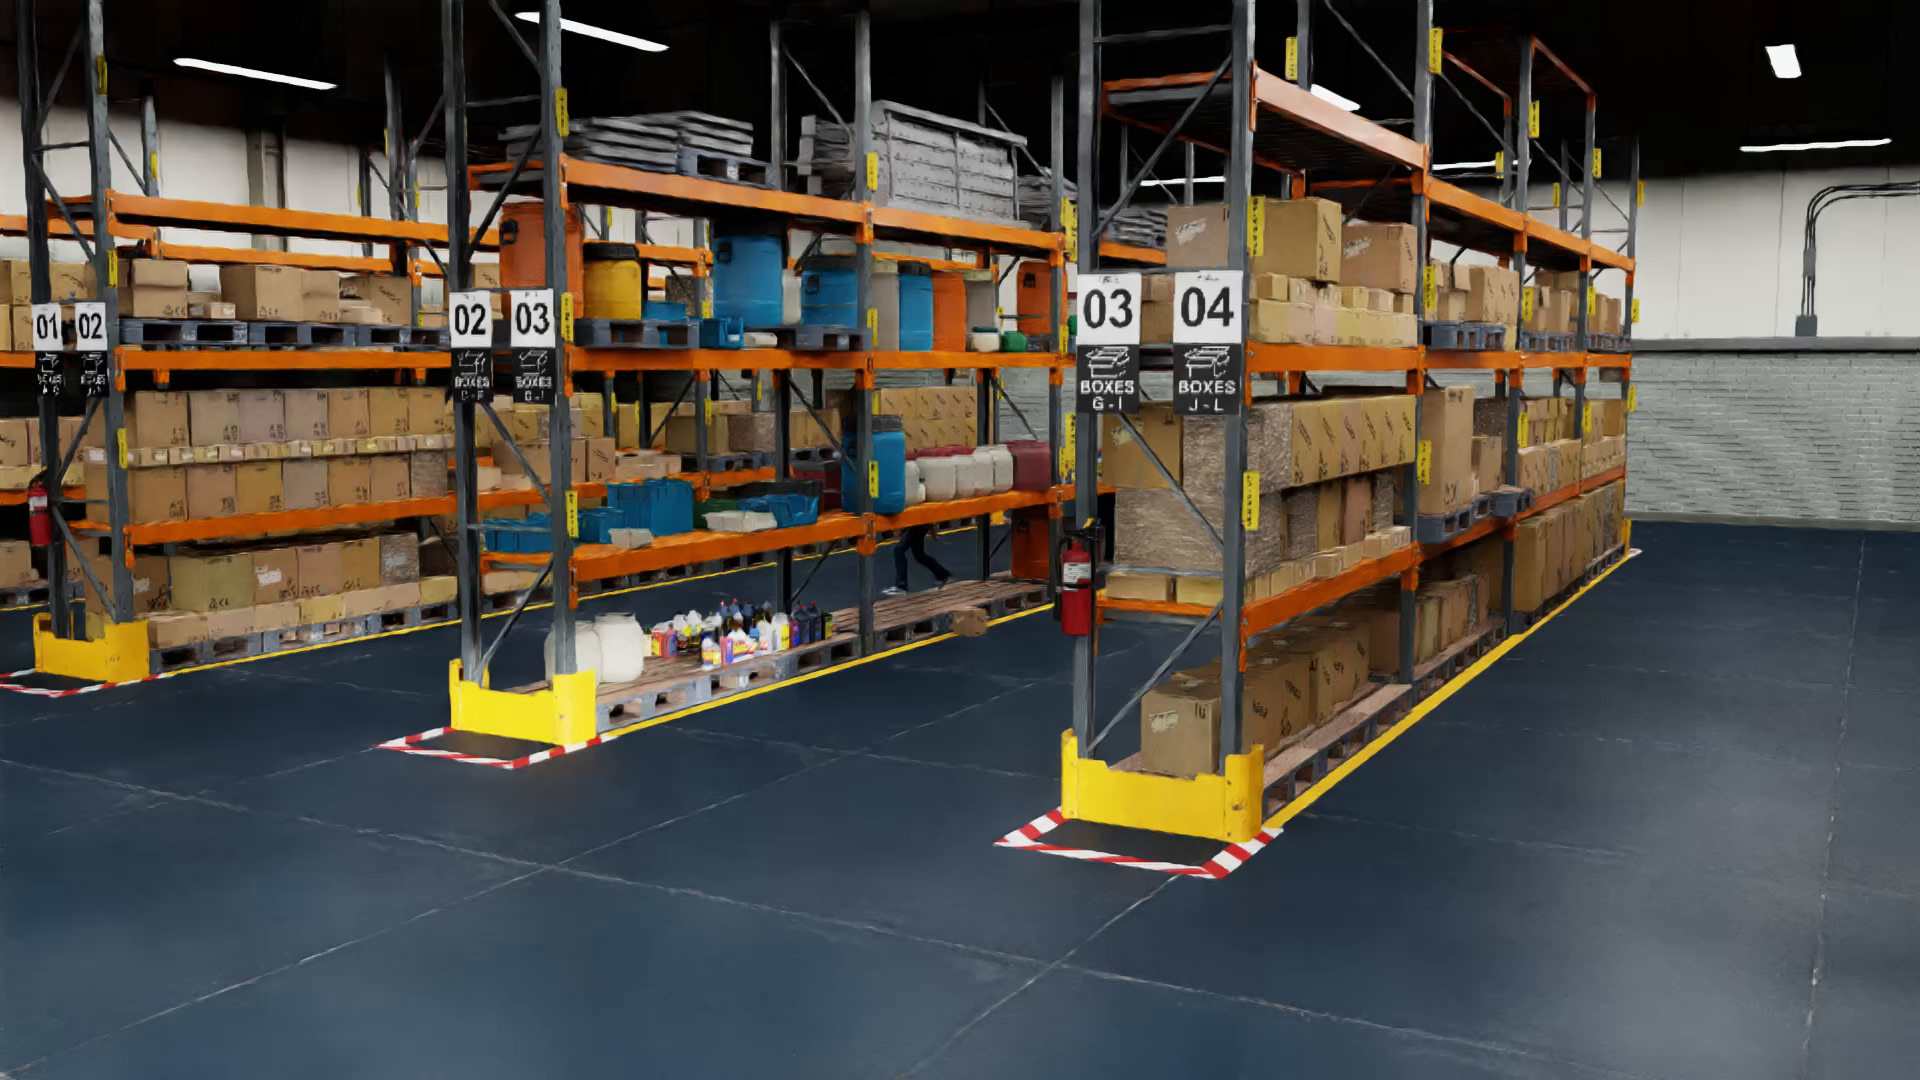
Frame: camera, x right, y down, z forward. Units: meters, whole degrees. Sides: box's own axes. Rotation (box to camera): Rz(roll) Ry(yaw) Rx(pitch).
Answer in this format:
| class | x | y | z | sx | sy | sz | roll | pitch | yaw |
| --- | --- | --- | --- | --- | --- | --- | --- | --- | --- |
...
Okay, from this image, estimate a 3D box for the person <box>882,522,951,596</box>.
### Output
| class | x | y | z | sx | sy | sz | roll | pitch | yaw |
| --- | --- | --- | --- | --- | --- | --- | --- | --- | --- |
| person | -0.449 | -0.170 | 17.867 | 0.944 | 1.499 | 0.415 | -4 | 7 | -34 |
